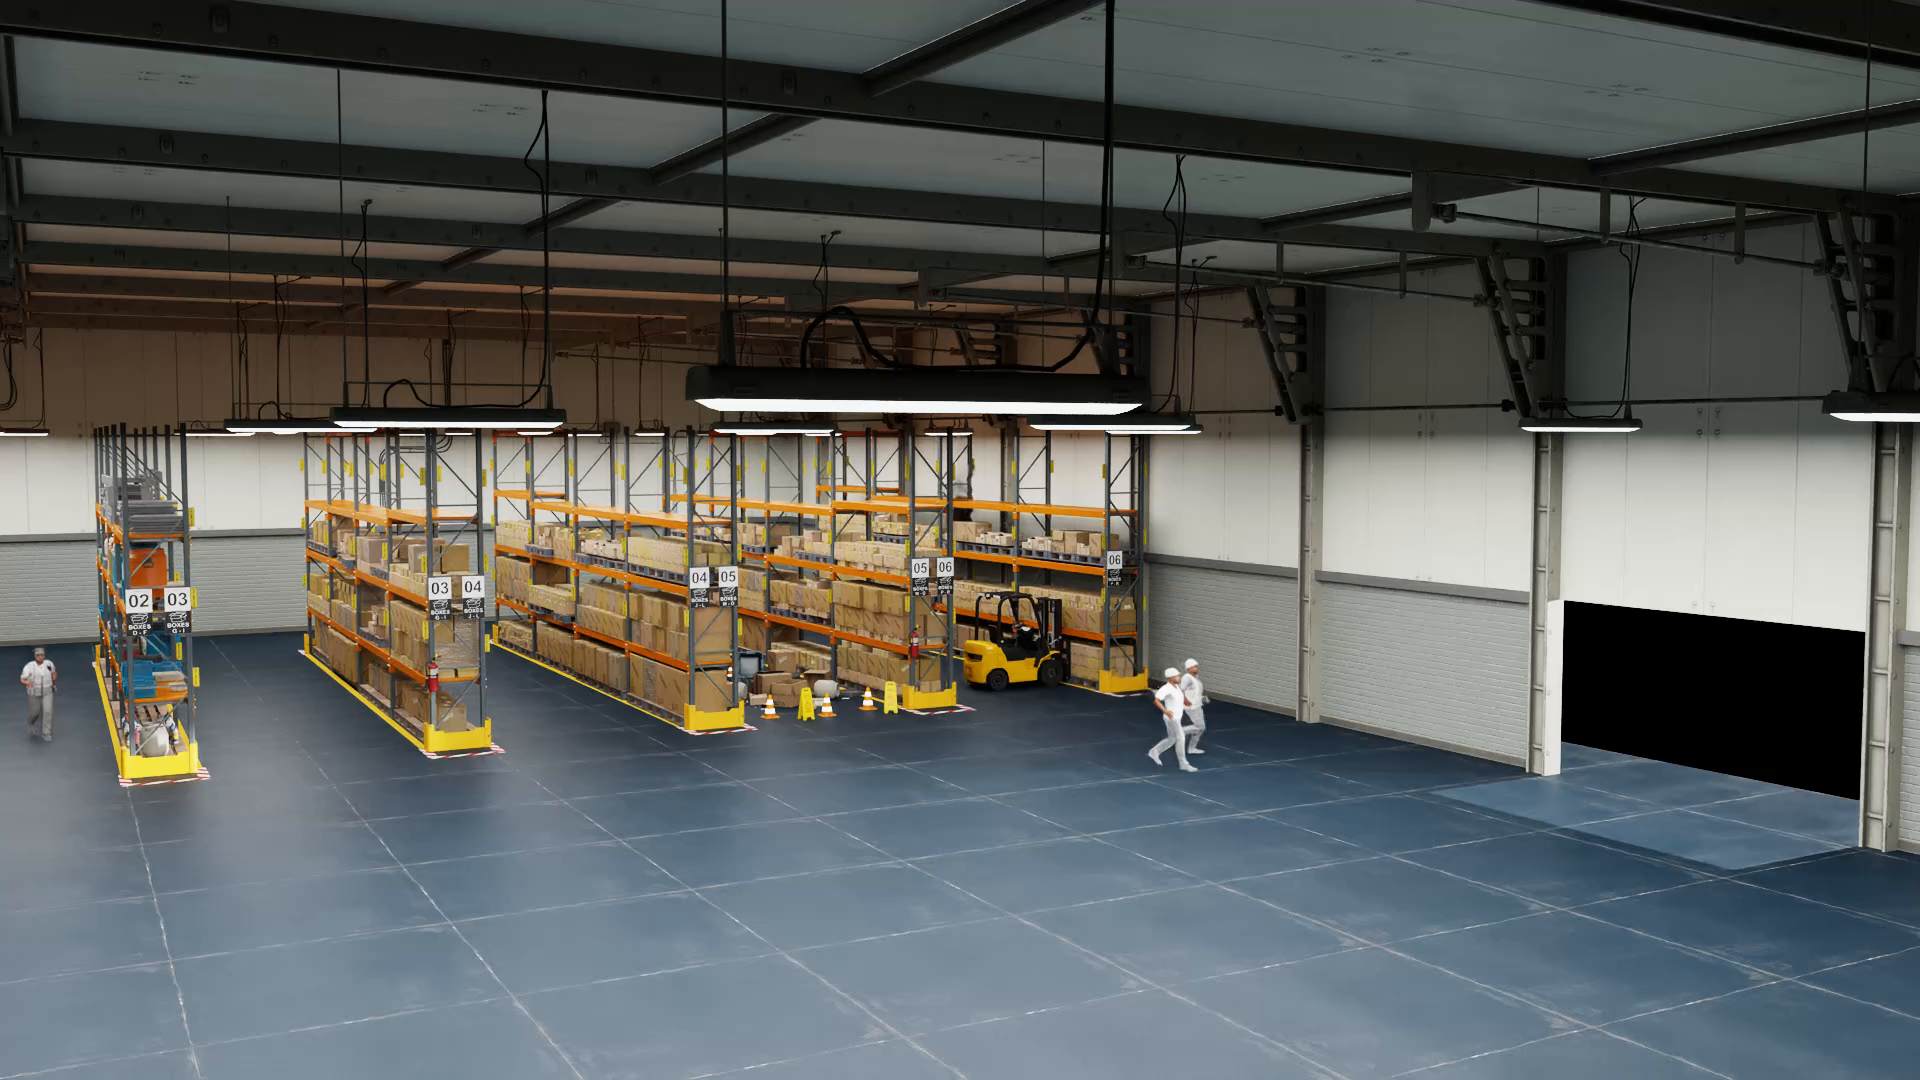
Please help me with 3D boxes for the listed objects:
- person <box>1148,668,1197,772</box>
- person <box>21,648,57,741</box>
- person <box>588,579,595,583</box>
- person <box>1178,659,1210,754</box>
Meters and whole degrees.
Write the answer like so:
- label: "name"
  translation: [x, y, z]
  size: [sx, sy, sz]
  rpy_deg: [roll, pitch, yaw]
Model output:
- label: "person"
  translation: [3.665, 3.081, 28.664]
  size: [0.894, 1.762, 0.698]
  rpy_deg: [1, 4, 19]
- label: "person"
  translation: [-17.588, 2.916, 31.777]
  size: [0.647, 1.768, 0.943]
  rpy_deg: [-3, 4, -40]
- label: "person"
  translation: [-10.881, 1.926, 49.526]
  size: [0.643, 1.572, 0.537]
  rpy_deg: [-2, 4, -36]
- label: "person"
  translation: [4.213, 3.028, 30.245]
  size: [0.603, 1.738, 0.684]
  rpy_deg: [1, 4, 23]
